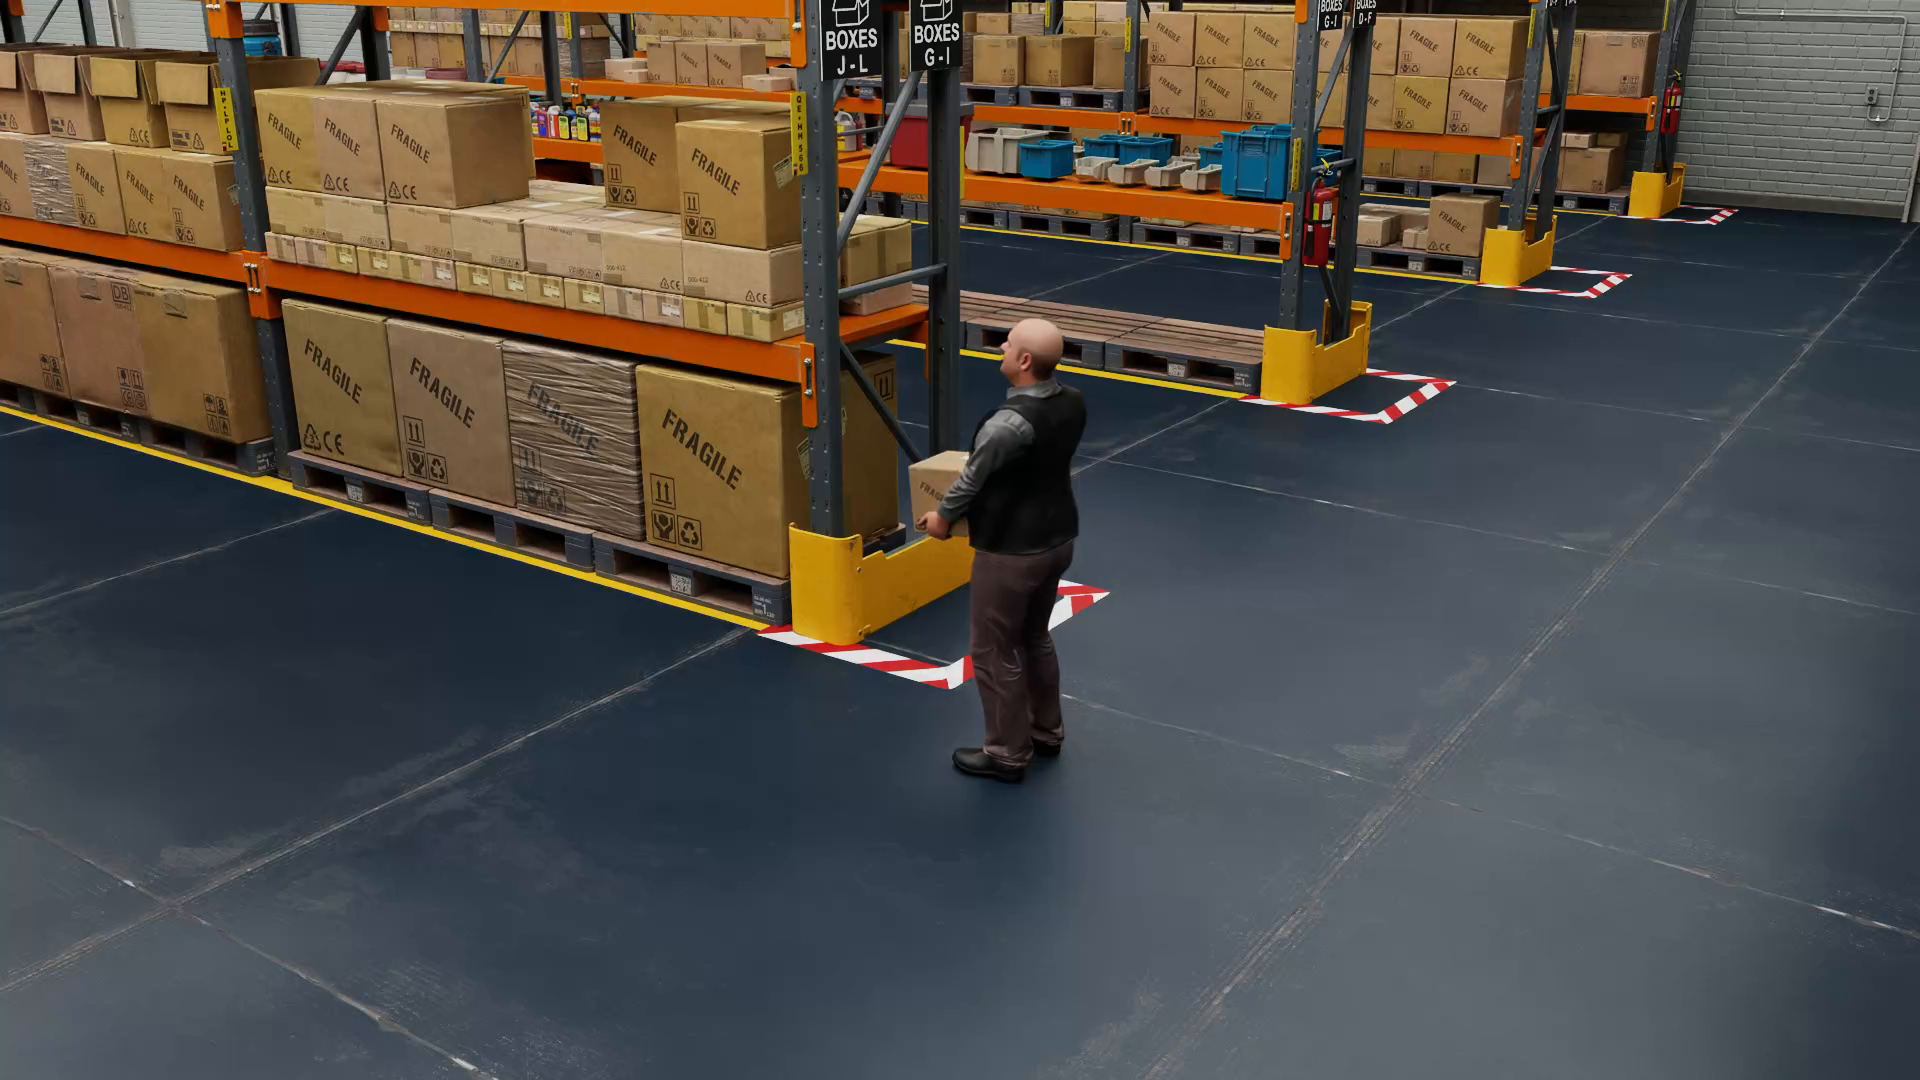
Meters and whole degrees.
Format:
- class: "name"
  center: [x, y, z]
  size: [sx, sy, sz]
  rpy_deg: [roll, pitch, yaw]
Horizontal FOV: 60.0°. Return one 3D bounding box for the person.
- class: "person"
  center: [0.139, 0.022, 6.058]
  size: [0.550, 1.714, 0.496]
  rpy_deg: [13, 23, 32]
